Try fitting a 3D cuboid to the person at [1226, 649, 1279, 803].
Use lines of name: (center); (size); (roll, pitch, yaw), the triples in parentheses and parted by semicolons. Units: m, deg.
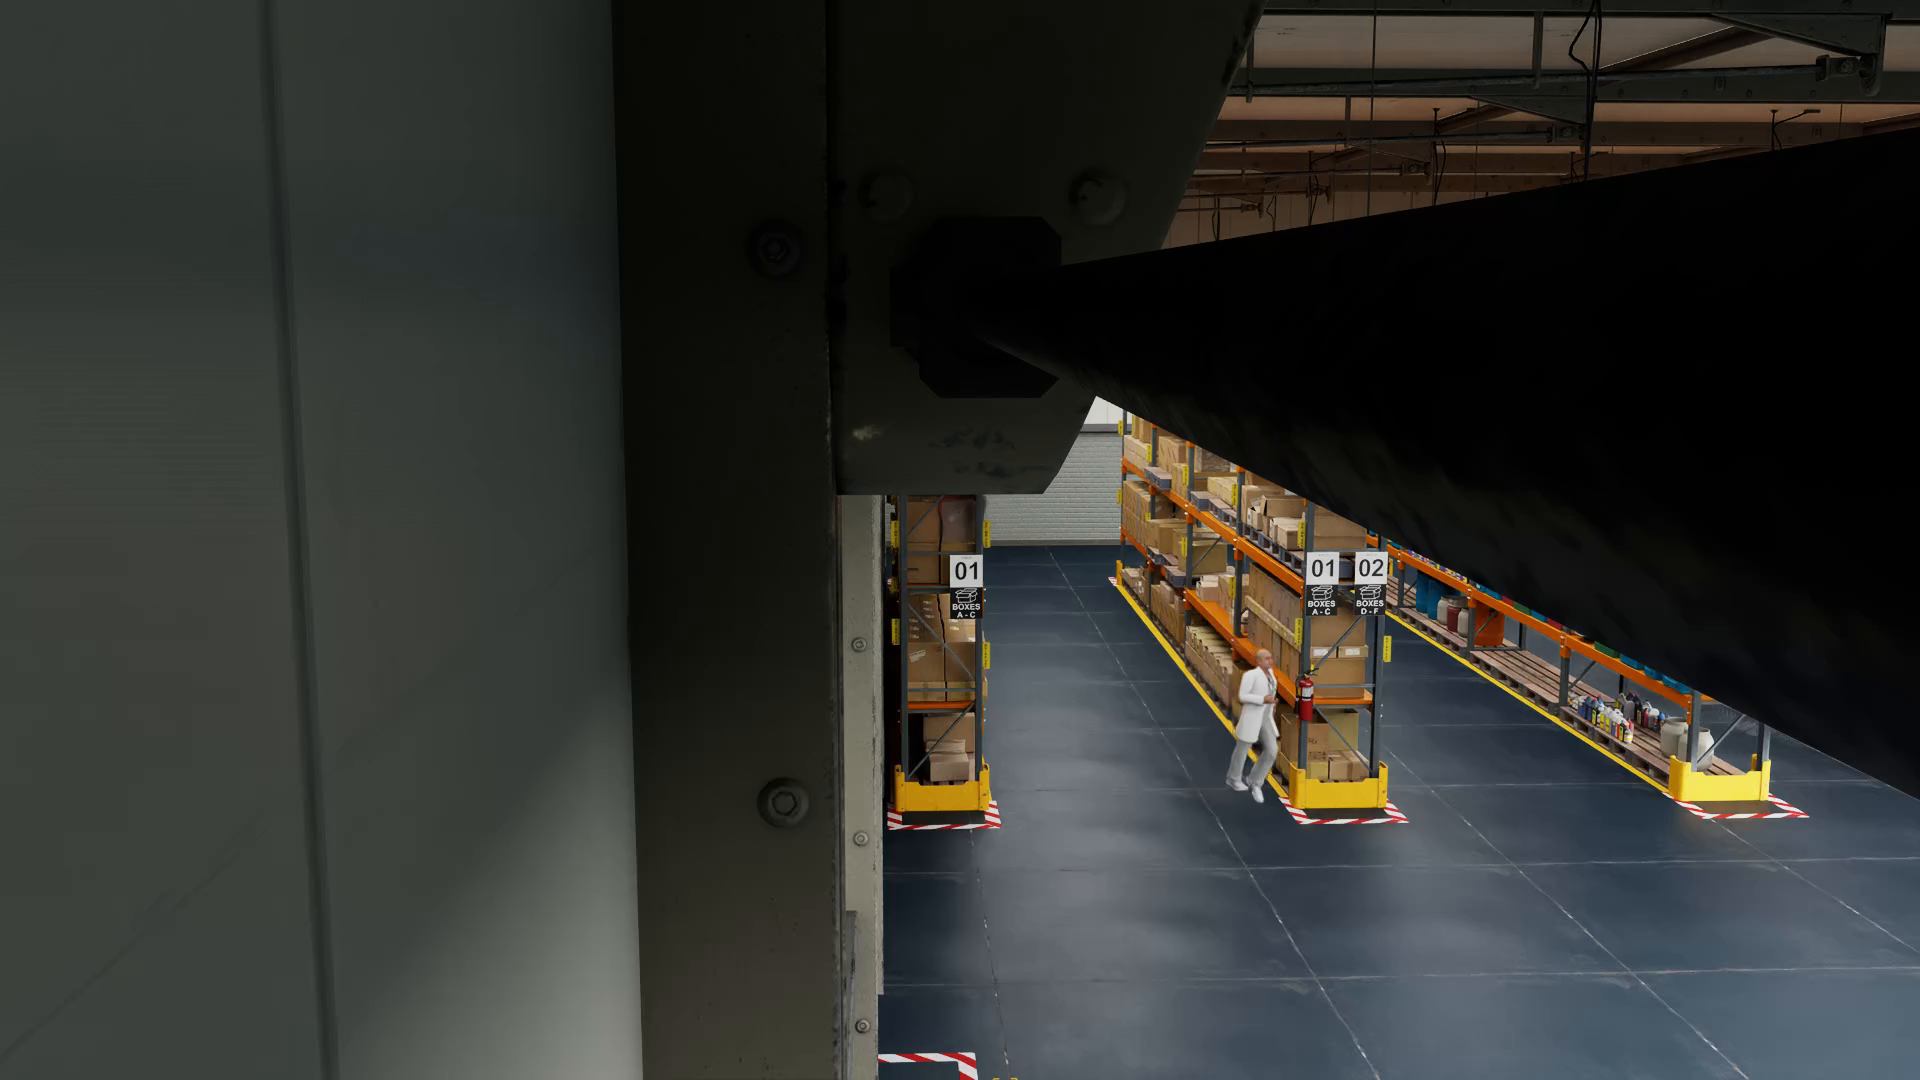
person: (3.647, 2.248, 20.174); (0.708, 1.871, 0.769); (-6, 10, -34)
